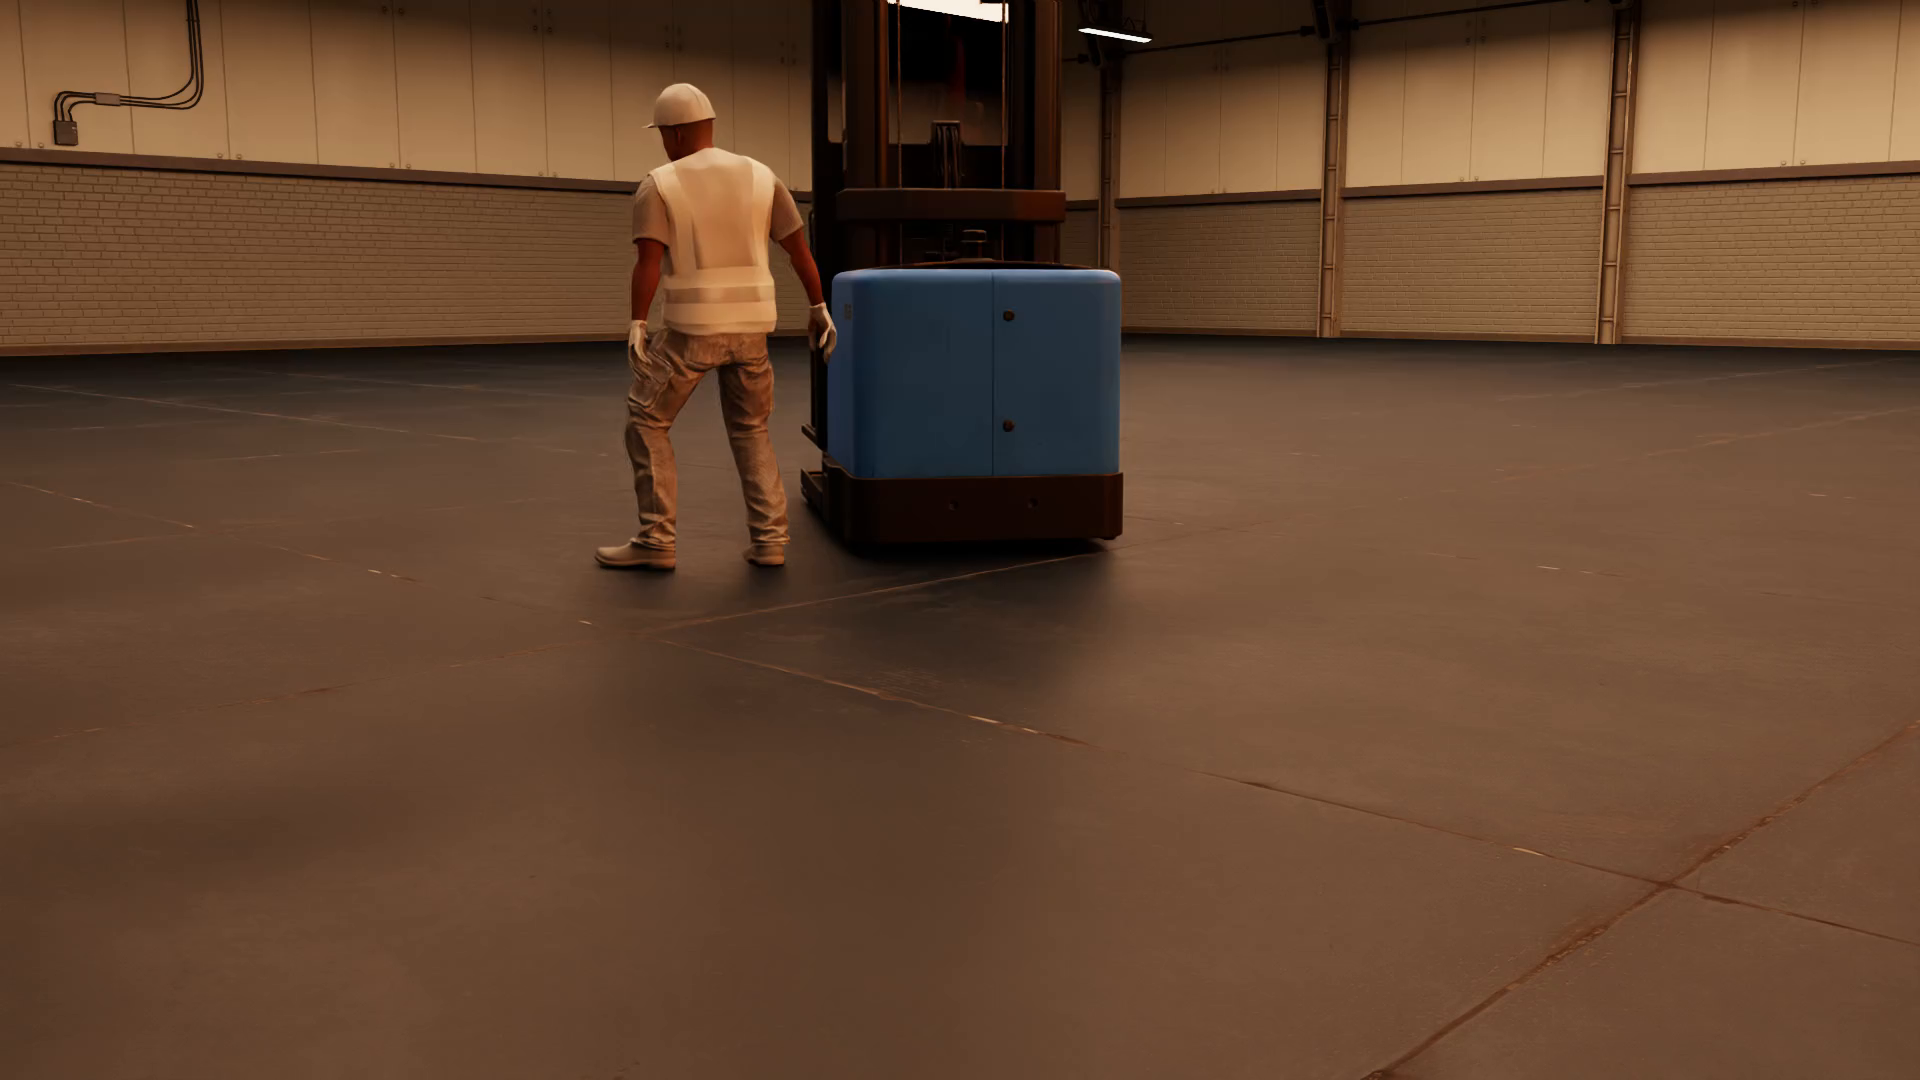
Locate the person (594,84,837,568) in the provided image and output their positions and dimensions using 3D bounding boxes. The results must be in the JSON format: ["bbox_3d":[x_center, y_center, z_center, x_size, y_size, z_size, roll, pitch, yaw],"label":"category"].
[{"bbox_3d":[-0.898,-0.772,6.079,0.884,1.745,0.458,-5,10,-29],"label":"person"}]

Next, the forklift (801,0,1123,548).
[{"bbox_3d":[-0.146,-1.599,7.490,1.130,2.935,3.031,-2,9,-10],"label":"forklift"}]
